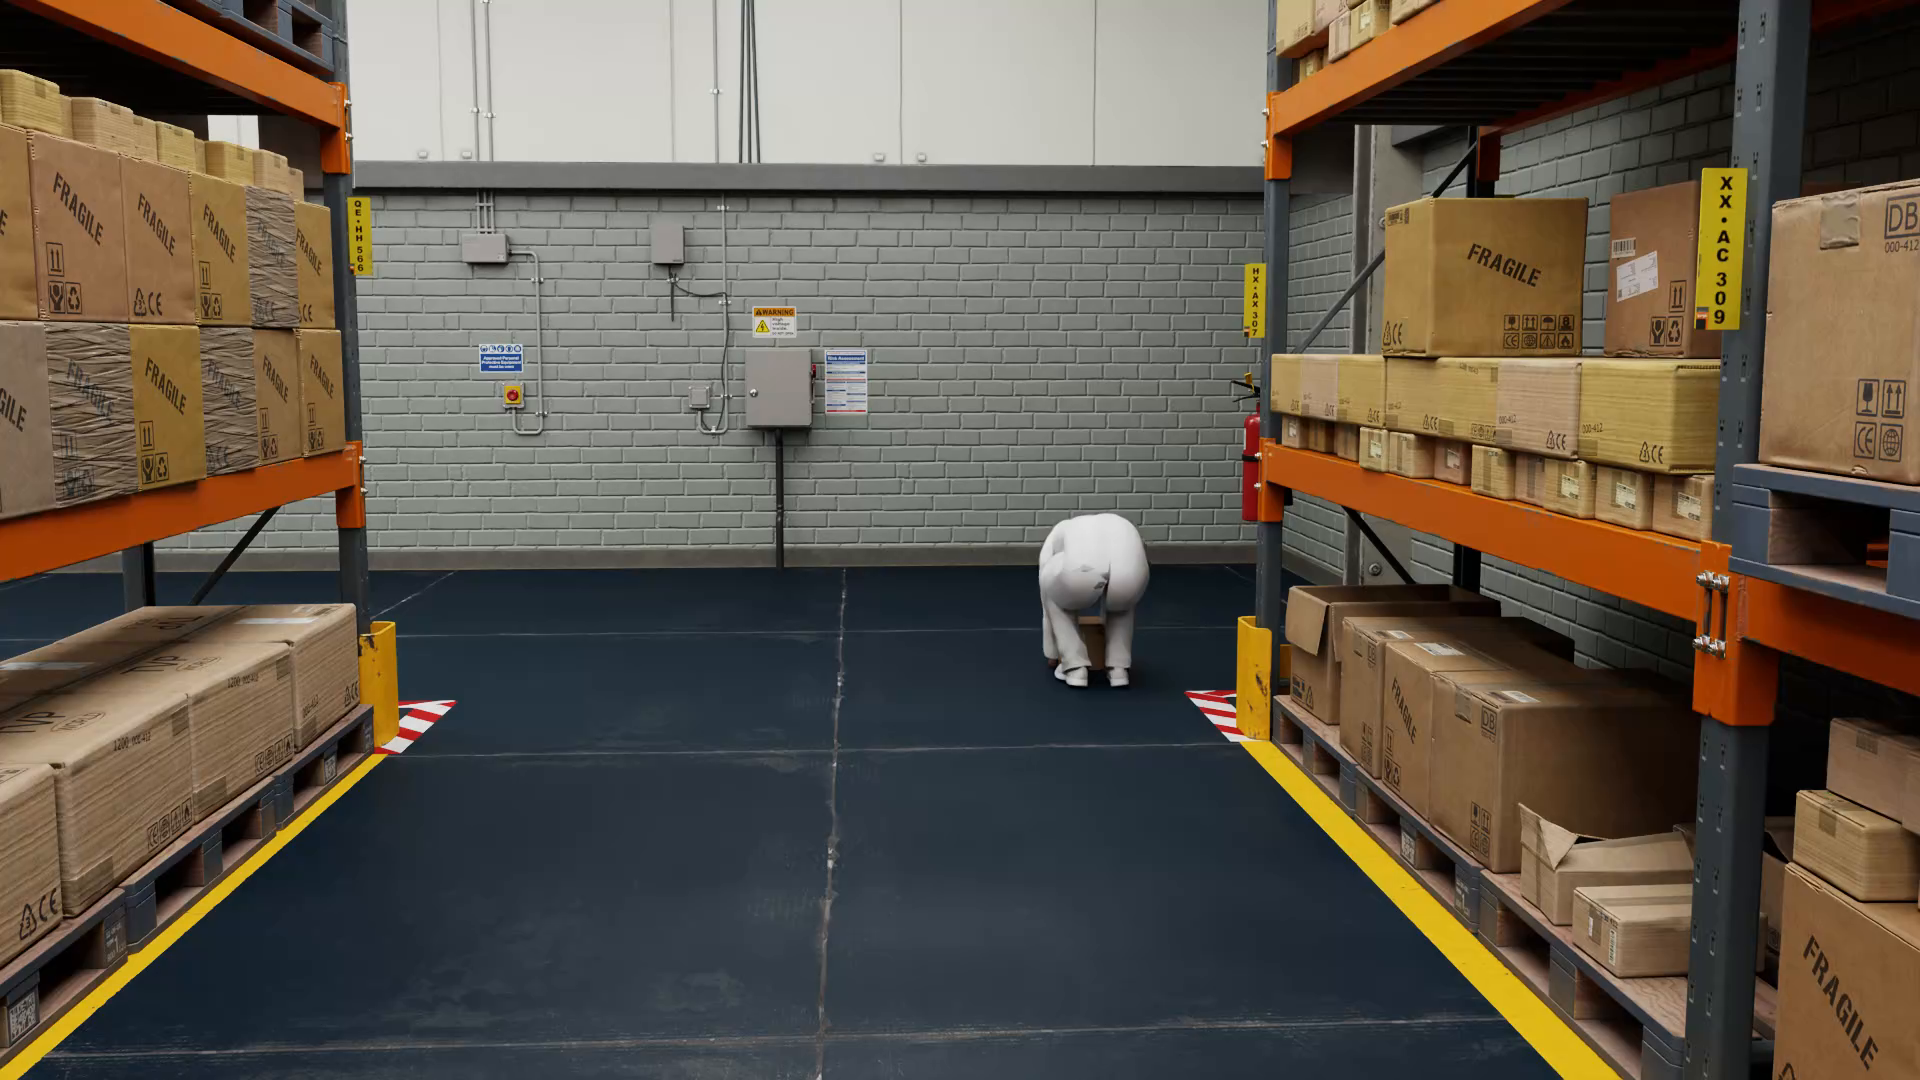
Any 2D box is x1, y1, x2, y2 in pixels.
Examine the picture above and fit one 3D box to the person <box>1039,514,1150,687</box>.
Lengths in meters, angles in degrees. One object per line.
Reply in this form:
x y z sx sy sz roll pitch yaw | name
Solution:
0.686 0.297 8.683 0.582 0.900 0.951 -1 7 -6 | person
